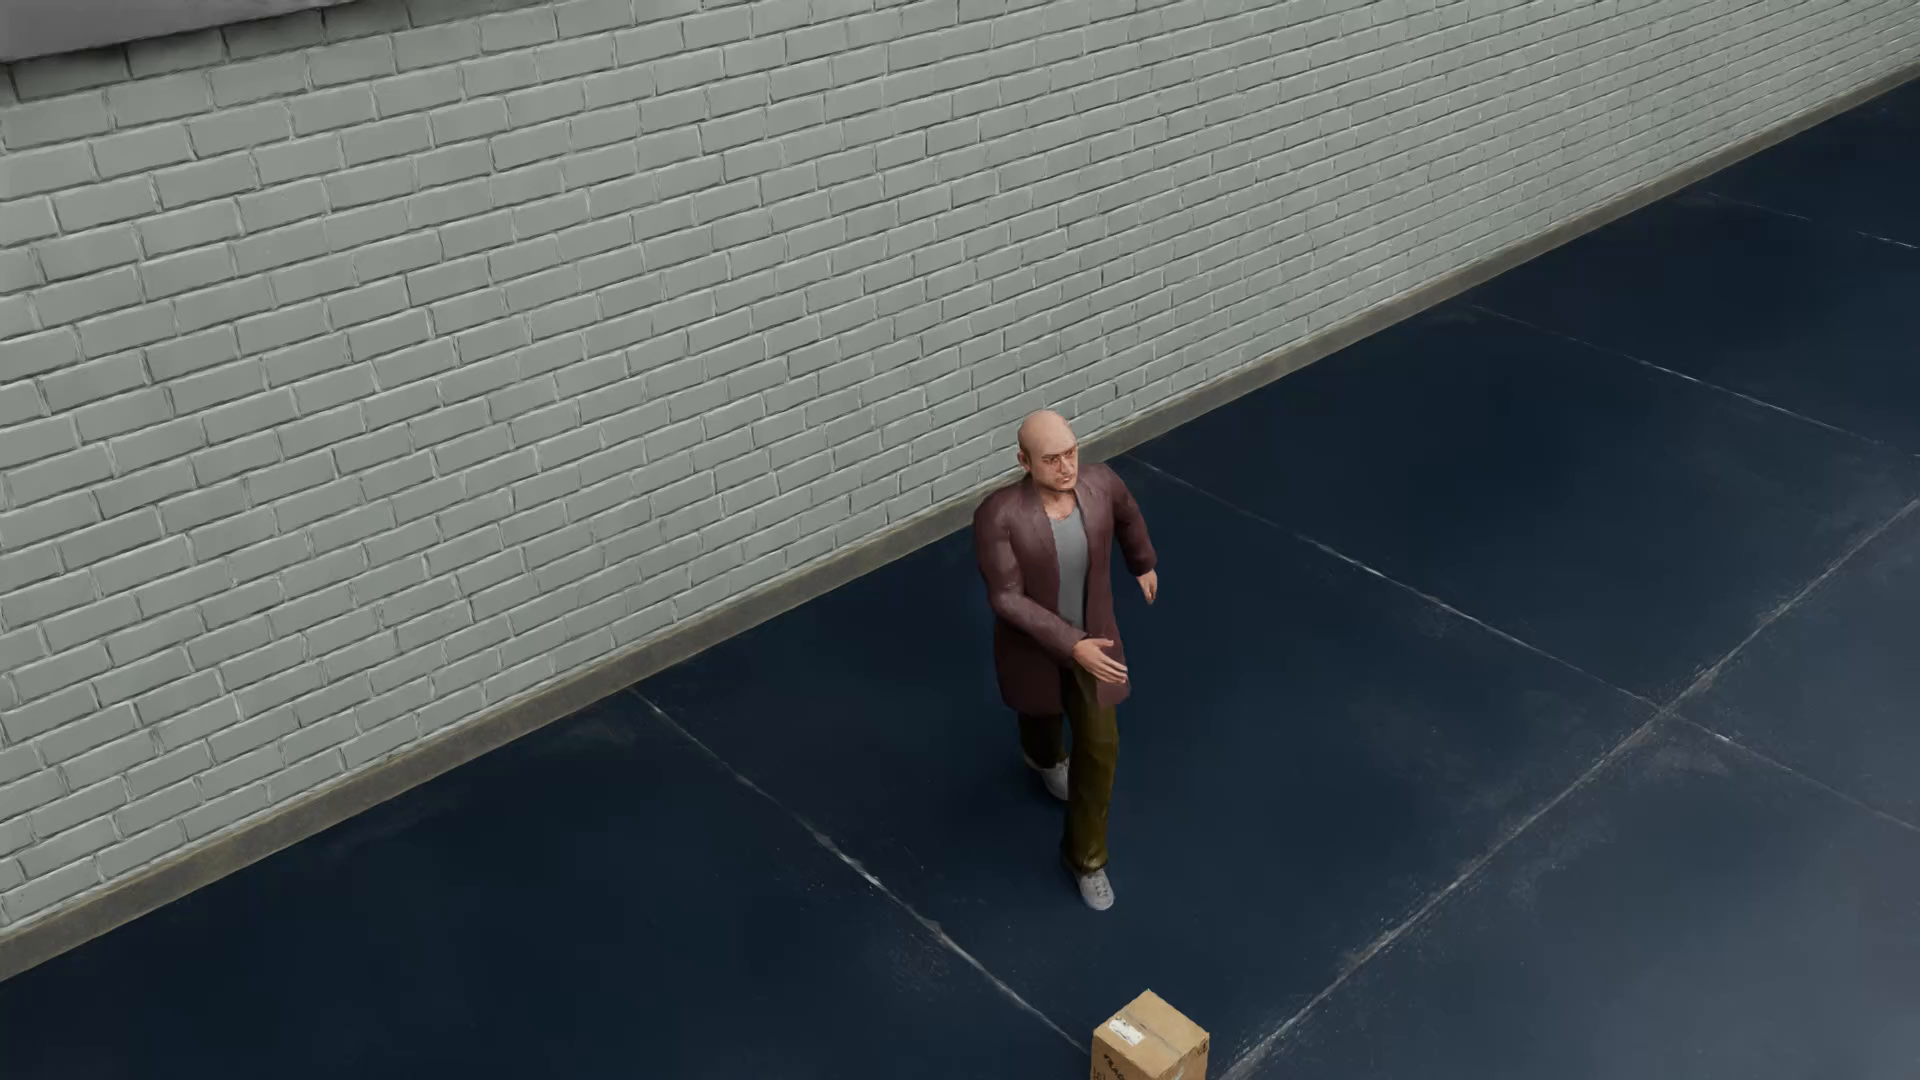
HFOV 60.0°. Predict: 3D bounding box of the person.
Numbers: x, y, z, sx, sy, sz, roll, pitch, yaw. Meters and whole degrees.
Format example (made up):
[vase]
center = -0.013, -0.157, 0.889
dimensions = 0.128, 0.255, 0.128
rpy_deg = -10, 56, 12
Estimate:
[person]
center = 0.404, 0.359, 5.659
dimensions = 0.749, 1.805, 0.905
rpy_deg = -8, 32, -13
